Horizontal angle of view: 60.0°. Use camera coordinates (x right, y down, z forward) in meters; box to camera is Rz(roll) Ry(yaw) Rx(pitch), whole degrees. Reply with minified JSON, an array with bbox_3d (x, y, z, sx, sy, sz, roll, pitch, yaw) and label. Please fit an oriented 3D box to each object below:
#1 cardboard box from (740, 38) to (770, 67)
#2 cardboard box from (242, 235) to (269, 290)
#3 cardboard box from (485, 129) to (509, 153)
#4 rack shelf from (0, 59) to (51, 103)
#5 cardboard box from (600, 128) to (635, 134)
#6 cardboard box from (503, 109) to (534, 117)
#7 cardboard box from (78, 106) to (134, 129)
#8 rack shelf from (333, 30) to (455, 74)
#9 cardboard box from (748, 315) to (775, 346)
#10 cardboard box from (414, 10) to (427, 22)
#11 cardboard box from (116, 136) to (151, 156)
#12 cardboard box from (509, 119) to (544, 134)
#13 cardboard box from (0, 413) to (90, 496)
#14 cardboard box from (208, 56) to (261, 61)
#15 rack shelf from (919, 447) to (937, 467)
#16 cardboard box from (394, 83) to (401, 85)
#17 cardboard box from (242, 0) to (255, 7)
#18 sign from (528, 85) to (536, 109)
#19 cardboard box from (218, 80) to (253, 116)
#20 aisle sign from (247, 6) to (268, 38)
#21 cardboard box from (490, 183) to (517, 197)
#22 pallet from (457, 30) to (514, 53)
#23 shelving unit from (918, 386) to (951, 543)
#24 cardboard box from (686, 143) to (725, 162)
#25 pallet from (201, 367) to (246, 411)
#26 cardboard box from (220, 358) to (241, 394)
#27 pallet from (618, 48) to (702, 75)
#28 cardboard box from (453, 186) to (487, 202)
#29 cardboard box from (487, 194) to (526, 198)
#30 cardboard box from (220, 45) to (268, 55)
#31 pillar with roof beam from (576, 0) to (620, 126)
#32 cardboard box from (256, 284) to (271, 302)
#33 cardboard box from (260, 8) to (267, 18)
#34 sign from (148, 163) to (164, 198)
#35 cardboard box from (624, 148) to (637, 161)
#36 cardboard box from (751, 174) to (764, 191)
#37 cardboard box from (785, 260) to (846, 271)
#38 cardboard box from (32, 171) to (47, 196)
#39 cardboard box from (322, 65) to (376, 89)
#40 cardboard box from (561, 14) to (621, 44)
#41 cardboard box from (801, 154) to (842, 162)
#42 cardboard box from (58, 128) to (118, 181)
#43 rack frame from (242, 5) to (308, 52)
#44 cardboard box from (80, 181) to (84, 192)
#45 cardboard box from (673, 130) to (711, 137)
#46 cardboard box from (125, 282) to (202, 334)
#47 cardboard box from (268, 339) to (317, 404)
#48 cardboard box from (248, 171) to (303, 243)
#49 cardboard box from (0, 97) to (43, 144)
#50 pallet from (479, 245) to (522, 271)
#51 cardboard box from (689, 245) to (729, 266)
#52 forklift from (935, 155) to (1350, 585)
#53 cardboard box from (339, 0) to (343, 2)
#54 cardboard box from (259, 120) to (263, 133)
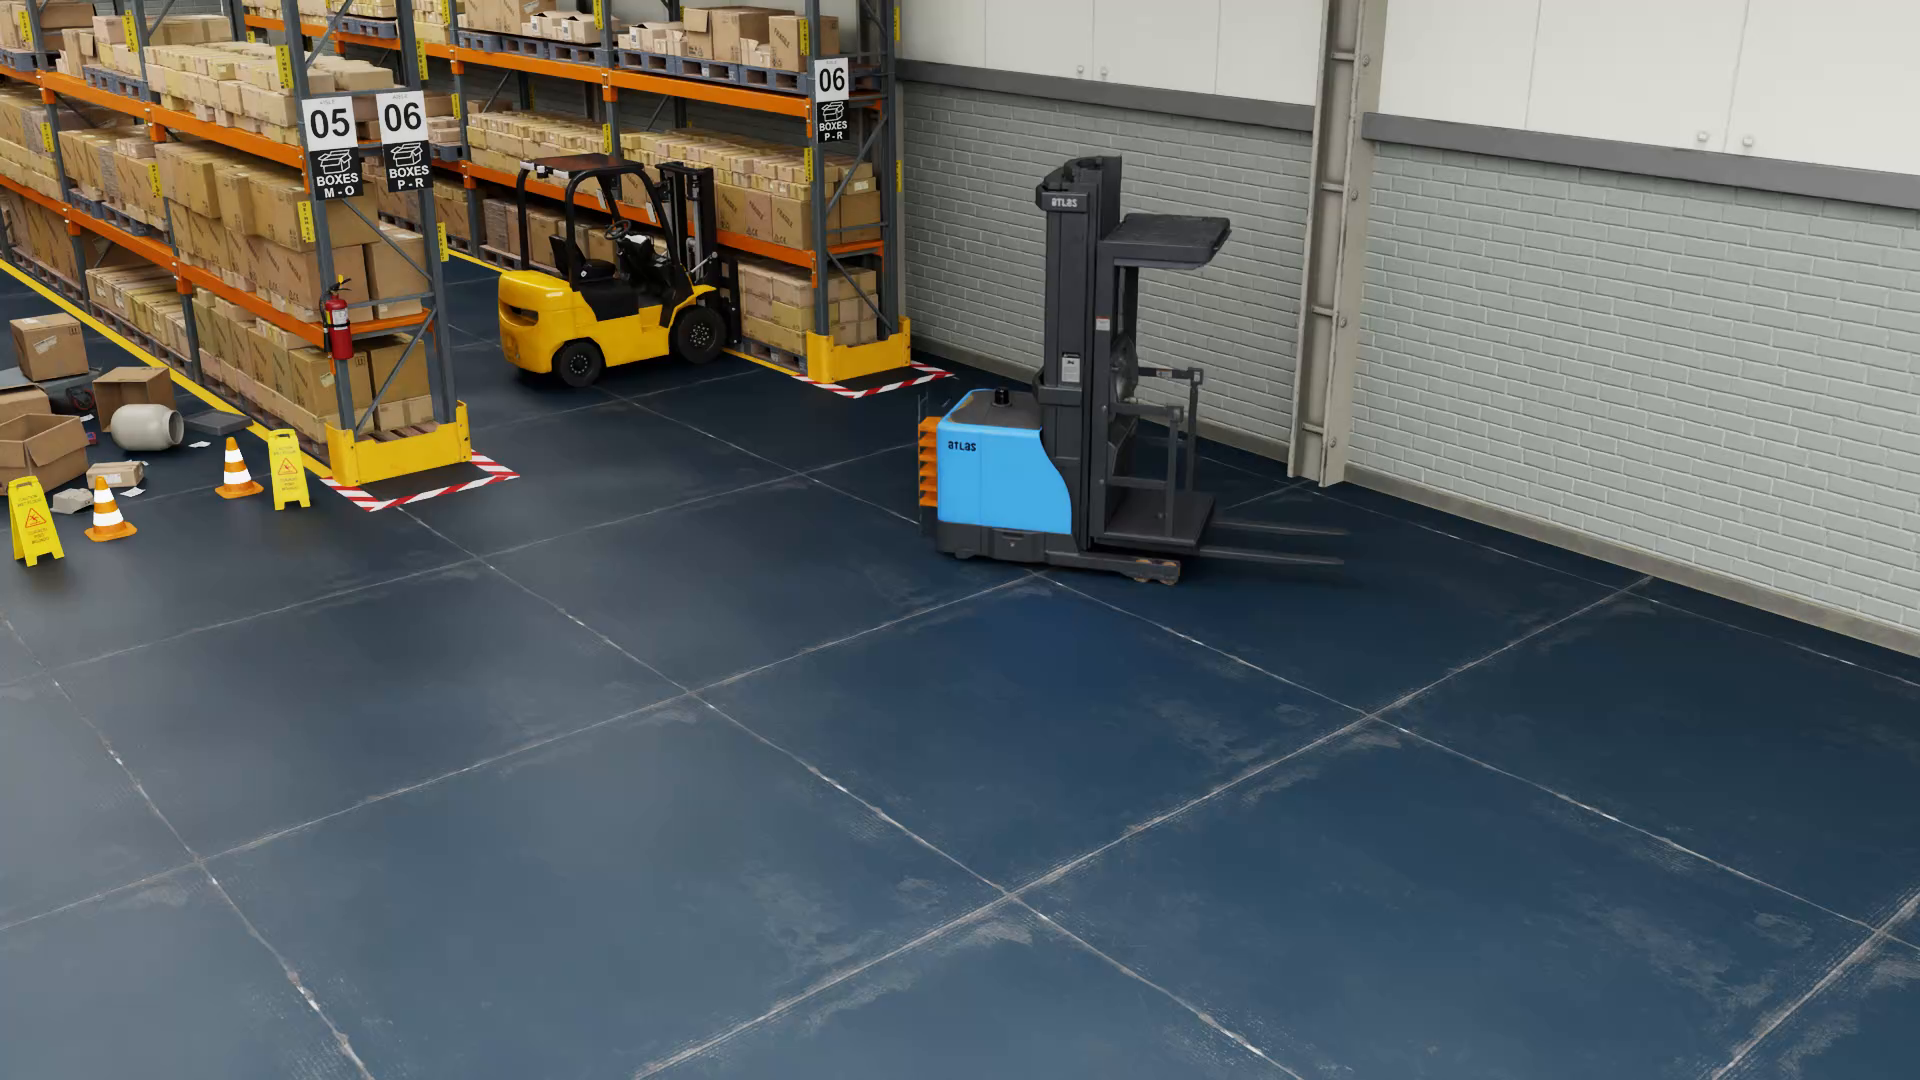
[{"bbox_3d":[-2.007,-4.988,16.965,0.396,0.266,0.258,-17,27,-37],"label":"cardboard box"},{"bbox_3d":[-6.039,-2.550,14.838,0.500,0.500,0.500,-18,27,-38],"label":"cardboard box"},{"bbox_3d":[-5.862,-5.239,21.767,0.500,0.250,0.500,-16,27,-36],"label":"cardboard box"},{"bbox_3d":[-11.356,-5.827,20.622,1.077,0.370,4.000,-17,27,-37],"label":"rack shelf"},{"bbox_3d":[-4.229,-5.009,20.632,0.380,0.149,0.250,-18,28,-38],"label":"cardboard box"},{"bbox_3d":[-5.927,-5.702,22.403,0.380,0.149,0.250,-16,27,-36],"label":"cardboard box"},{"bbox_3d":[-10.187,-4.919,19.923,0.500,0.500,0.500,-19,28,-39],"label":"cardboard box"},{"bbox_3d":[-7.598,-7.010,23.641,1.077,0.370,4.000,-17,27,-37],"label":"rack shelf"},{"bbox_3d":[-1.934,-2.295,17.924,0.500,0.250,0.500,-17,27,-37],"label":"cardboard box"},{"bbox_3d":[-7.209,-7.162,22.702,0.380,0.149,0.250,-17,27,-37],"label":"cardboard box"},{"bbox_3d":[-8.569,-4.122,17.384,0.380,0.149,0.250,-19,28,-40],"label":"cardboard box"},{"bbox_3d":[-5.579,-5.316,21.417,0.380,0.149,0.250,-17,27,-37],"label":"cardboard box"},{"bbox_3d":[-7.893,-0.723,14.139,0.637,0.503,0.797,3,22,9],"label":"cardboard box"},{"bbox_3d":[-6.404,-4.184,14.692,0.380,0.149,0.250,-17,27,-36],"label":"cardboard box"},{"bbox_3d":[-0.192,-0.638,12.759,0.180,0.103,0.258,6,22,15],"label":"rack shelf"},{"bbox_3d":[-8.758,-6.556,24.896,0.700,0.500,0.500,-17,27,-36],"label":"cardboard box"},{"bbox_3d":[-11.432,-8.883,27.236,0.500,0.250,0.500,-18,28,-38],"label":"cardboard box"},{"bbox_3d":[-5.875,-6.068,22.775,0.100,0.325,0.005,-17,27,-37],"label":"sign"},{"bbox_3d":[-6.037,-3.827,14.326,0.500,0.250,0.500,-17,27,-36],"label":"cardboard box"},{"bbox_3d":[-11.782,-8.765,27.685,0.394,0.787,0.004,-17,27,-37],"label":"aisle sign"},{"bbox_3d":[-6.397,-4.947,23.465,0.380,0.149,0.250,-16,26,-35],"label":"cardboard box"},{"bbox_3d":[-5.782,-6.538,21.709,1.213,0.211,1.003,-16,26,-35],"label":"pallet"},{"bbox_3d":[-0.192,-0.568,12.787,0.189,1.200,0.258,6,22,15],"label":"shelving unit"},{"bbox_3d":[-2.798,-4.282,18.368,0.380,0.149,0.250,-18,27,-38],"label":"cardboard box"},{"bbox_3d":[-6.975,-1.632,16.862,1.003,0.211,1.213,-17,27,-37],"label":"pallet"},{"bbox_3d":[-6.902,-1.651,16.280,0.500,0.250,0.500,-16,26,-34],"label":"cardboard box"},{"bbox_3d":[-3.105,-5.416,18.708,1.003,0.211,1.213,-17,27,-37],"label":"pallet"},{"bbox_3d":[-6.807,-4.805,23.102,0.380,0.149,0.250,-19,28,-40],"label":"cardboard box"},{"bbox_3d":[-6.356,-4.610,23.493,0.500,0.500,0.500,-16,27,-36],"label":"cardboard box"},{"bbox_3d":[-6.738,-4.576,15.693,0.380,0.149,0.250,-17,27,-36],"label":"cardboard box"},{"bbox_3d":[-8.020,-7.018,18.564,9.100,9.000,0.400,-17,27,-37],"label":"pillar with roof beam"},{"bbox_3d":[-6.123,-2.275,15.023,0.380,0.149,0.250,-18,28,-38],"label":"cardboard box"},{"bbox_3d":[-11.053,-8.508,26.823,0.380,0.149,0.250,-17,27,-36],"label":"cardboard box"},{"bbox_3d":[-7.858,-3.514,16.254,0.100,0.325,0.005,-17,27,-37],"label":"sign"},{"bbox_3d":[-3.673,-4.488,19.304,0.380,0.149,0.250,-18,28,-38],"label":"cardboard box"},{"bbox_3d":[-1.975,-3.784,17.505,0.380,0.149,0.250,-18,27,-38],"label":"cardboard box"},{"bbox_3d":[-1.570,-2.881,18.050,0.500,0.250,0.500,-17,27,-37],"label":"cardboard box"},{"bbox_3d":[-10.923,-4.358,20.204,0.500,0.250,0.500,-17,27,-37],"label":"cardboard box"},{"bbox_3d":[-5.083,-3.866,13.880,0.380,0.149,0.250,-18,27,-38],"label":"cardboard box"},{"bbox_3d":[-4.339,-6.030,19.562,0.500,0.311,0.500,-19,28,-39],"label":"cardboard box"},{"bbox_3d":[-1.457,-3.966,17.562,0.380,0.149,0.250,-17,27,-36],"label":"cardboard box"},{"bbox_3d":[-9.932,-4.414,19.020,0.500,0.500,0.500,-18,28,-39],"label":"cardboard box"},{"bbox_3d":[-11.515,-7.606,28.290,1.000,3.000,0.127,-17,27,-37],"label":"rack frame"},{"bbox_3d":[-9.820,-4.071,19.034,0.380,0.149,0.250,-20,29,-41],"label":"cardboard box"},{"bbox_3d":[-3.112,-4.682,19.390,0.380,0.149,0.250,-18,28,-39],"label":"cardboard box"},{"bbox_3d":[-8.711,-2.613,18.571,0.950,0.372,0.625,-16,27,-36],"label":"cardboard box"},{"bbox_3d":[-5.893,-1.570,15.045,0.500,0.500,0.500,-16,27,-36],"label":"cardboard box"},{"bbox_3d":[-5.652,-2.884,14.318,0.700,0.500,0.500,-17,27,-37],"label":"cardboard box"},{"bbox_3d":[-11.572,-5.226,20.705,0.500,0.500,0.500,-18,28,-38],"label":"cardboard box"},{"bbox_3d":[-5.785,-3.860,22.551,1.003,0.211,1.213,-17,27,-37],"label":"pallet"},{"bbox_3d":[-2.944,-3.184,18.825,0.500,0.250,0.500,-16,27,-36],"label":"cardboard box"},{"bbox_3d":[1.390,-1.253,12.163,3.031,2.935,1.130,6,22,15],"label":"forklift"},{"bbox_3d":[-8.813,-7.917,24.196,0.380,0.149,0.250,-17,27,-37],"label":"cardboard box"},{"bbox_3d":[-5.723,-3.543,14.147,0.380,0.149,0.250,-17,27,-37],"label":"cardboard box"}]
